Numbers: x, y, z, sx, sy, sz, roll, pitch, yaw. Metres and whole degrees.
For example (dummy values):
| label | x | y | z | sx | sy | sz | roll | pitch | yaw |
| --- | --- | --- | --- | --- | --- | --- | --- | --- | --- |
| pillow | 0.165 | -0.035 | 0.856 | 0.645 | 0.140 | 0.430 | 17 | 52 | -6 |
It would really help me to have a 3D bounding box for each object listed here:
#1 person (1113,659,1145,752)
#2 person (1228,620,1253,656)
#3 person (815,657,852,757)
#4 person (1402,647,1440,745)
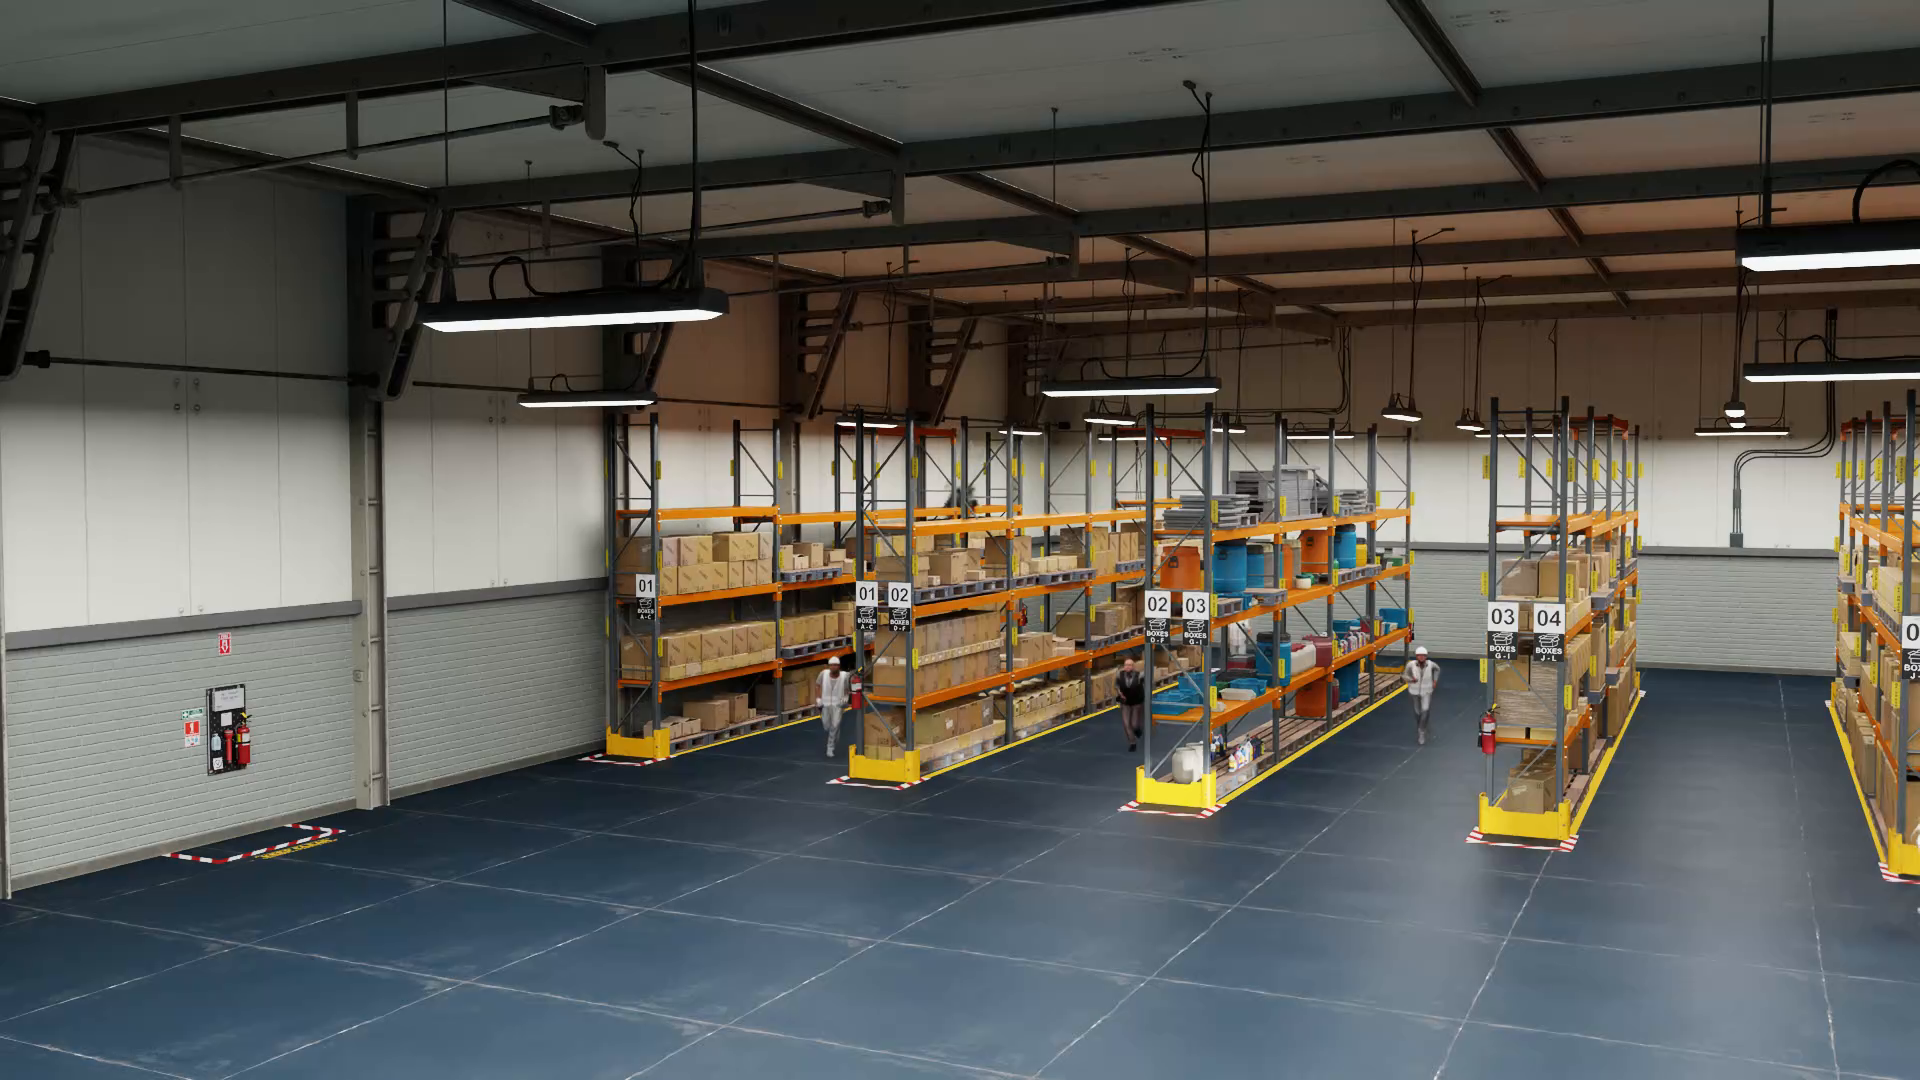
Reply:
| label | x | y | z | sx | sy | sz | roll | pitch | yaw |
| --- | --- | --- | --- | --- | --- | --- | --- | --- | --- |
| person | 3.068 | 2.941 | 29.704 | 0.647 | 1.662 | 0.735 | 1 | 3 | 21 |
| person | 6.626 | 2.477 | 39.655 | 0.714 | 1.766 | 0.638 | 0 | 2 | 6 |
| person | -2.213 | 2.917 | 29.391 | 0.699 | 1.745 | 0.786 | 0 | 2 | 7 |
| person | 8.521 | 2.843 | 30.743 | 0.657 | 1.787 | 1.013 | 1 | 3 | 20 |
